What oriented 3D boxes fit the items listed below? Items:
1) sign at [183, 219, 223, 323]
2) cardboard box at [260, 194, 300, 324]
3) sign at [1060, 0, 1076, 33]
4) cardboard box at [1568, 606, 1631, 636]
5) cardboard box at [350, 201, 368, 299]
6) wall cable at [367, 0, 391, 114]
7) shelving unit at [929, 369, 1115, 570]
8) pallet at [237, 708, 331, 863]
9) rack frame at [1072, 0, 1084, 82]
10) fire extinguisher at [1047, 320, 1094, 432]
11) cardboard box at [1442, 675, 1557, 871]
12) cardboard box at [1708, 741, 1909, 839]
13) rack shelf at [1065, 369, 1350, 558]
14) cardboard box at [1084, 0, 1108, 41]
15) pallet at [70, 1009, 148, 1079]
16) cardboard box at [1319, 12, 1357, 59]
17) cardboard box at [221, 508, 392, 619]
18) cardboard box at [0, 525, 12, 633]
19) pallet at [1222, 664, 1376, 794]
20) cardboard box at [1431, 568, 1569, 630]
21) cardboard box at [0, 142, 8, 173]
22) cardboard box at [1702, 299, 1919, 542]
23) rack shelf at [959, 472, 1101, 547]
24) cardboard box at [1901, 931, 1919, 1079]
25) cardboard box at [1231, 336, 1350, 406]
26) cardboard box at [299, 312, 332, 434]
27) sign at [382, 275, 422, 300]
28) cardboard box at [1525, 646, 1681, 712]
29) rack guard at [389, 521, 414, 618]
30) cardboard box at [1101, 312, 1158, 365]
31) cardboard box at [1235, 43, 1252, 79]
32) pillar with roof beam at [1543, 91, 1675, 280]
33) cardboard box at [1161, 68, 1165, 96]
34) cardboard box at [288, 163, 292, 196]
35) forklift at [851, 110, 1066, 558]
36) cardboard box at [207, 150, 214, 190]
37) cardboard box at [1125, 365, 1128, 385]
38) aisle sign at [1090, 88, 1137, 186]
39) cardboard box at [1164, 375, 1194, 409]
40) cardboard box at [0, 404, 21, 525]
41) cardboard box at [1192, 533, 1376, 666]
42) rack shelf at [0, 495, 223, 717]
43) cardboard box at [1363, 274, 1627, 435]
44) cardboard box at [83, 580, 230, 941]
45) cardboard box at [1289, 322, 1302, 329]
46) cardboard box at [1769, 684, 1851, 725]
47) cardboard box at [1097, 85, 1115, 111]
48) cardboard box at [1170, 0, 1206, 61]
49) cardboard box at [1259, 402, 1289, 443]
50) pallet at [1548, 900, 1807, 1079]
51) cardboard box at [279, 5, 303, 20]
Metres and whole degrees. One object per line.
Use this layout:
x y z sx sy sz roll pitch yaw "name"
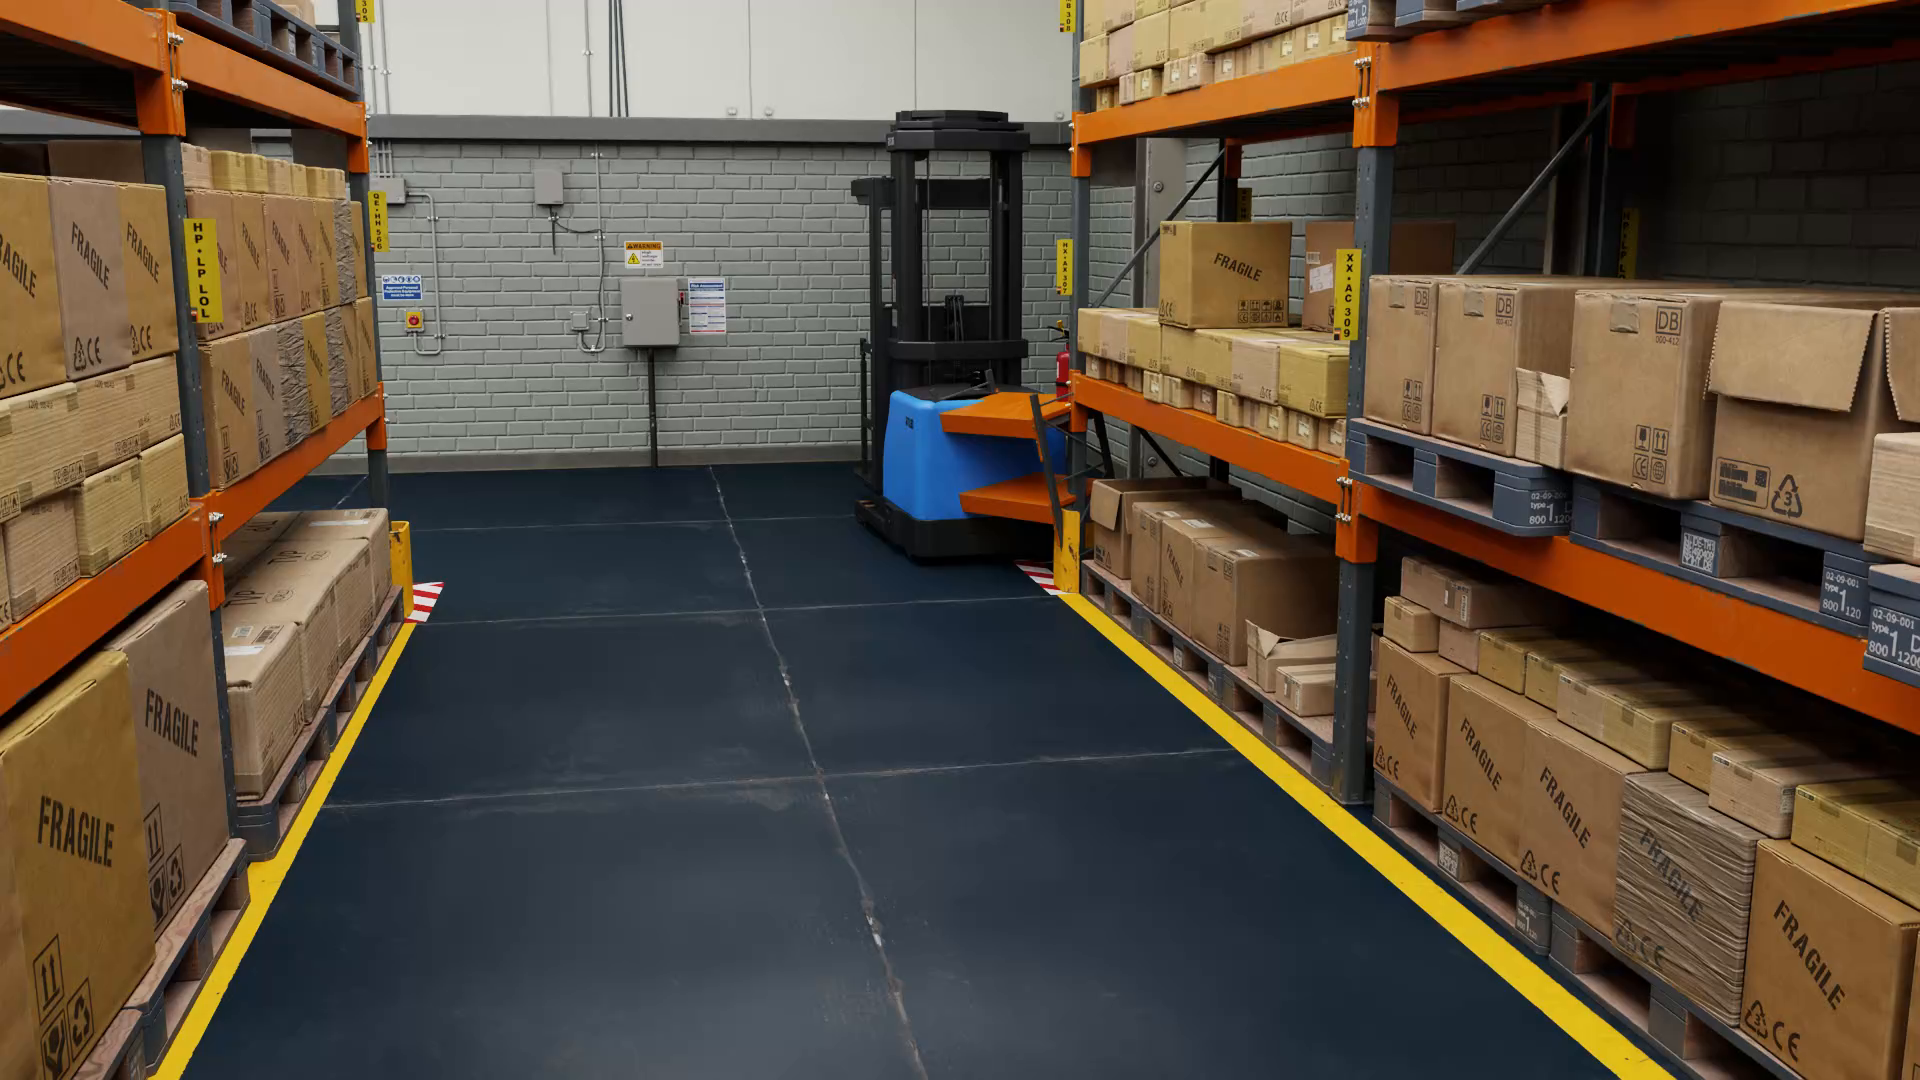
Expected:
-2.402 -0.853 5.271 0.100 0.325 0.005 -2 11 -11 "sign"
-2.968 -1.125 6.645 0.500 0.500 0.500 -2 11 -10 "cardboard box"
0.626 -3.100 9.599 0.100 0.325 0.005 -2 11 -11 "sign"
2.347 0.325 5.792 0.380 0.149 0.250 -2 11 -11 "cardboard box"
-3.383 -1.496 8.591 0.500 0.500 0.500 -2 11 -9 "cardboard box"
-5.093 -5.015 13.980 0.463 3.000 0.029 -2 11 -11 "wall cable"
0.425 -0.452 10.456 0.538 1.125 1.048 -23 19 -32 "shelving unit"
-3.003 0.926 6.267 1.003 0.211 1.213 -2 11 -11 "pallet"
1.158 -4.164 9.504 1.000 3.000 0.127 -2 11 -11 "rack frame"
0.676 -1.005 10.161 0.296 0.674 0.183 -2 11 -11 "fire extinguisher"
1.923 0.733 5.385 0.500 0.500 0.500 -2 11 -12 "cardboard box"
2.139 0.628 4.201 0.380 0.149 0.250 -3 11 -14 "cardboard box"
1.547 -0.496 8.205 1.077 0.370 4.000 -2 11 -11 "rack shelf"
0.998 -2.917 9.248 0.500 0.250 0.500 -2 11 -12 "cardboard box"
-2.467 1.431 3.612 1.003 0.211 1.213 -2 11 -11 "pallet"
1.576 -1.888 6.244 0.380 0.149 0.250 -2 11 -11 "cardboard box"
-3.484 0.135 8.697 0.875 0.438 0.875 -3 11 -13 "cardboard box"
-2.315 0.126 3.411 0.500 0.250 0.500 -2 11 -11 "cardboard box"
1.803 0.761 7.133 1.003 0.211 1.213 -2 11 -11 "pallet"
1.842 0.195 5.679 0.380 0.149 0.250 -3 11 -14 "cardboard box"
-3.304 -1.205 5.331 0.380 0.149 0.250 -2 11 -12 "cardboard box"
2.215 -0.299 3.845 0.797 0.503 0.637 -2 11 -12 "cardboard box"
0.476 -0.222 10.522 0.538 0.278 1.000 -23 19 -32 "rack shelf"
2.334 1.111 3.401 0.500 0.500 0.500 -2 11 -12 "cardboard box"
1.486 -0.731 7.121 0.500 0.250 0.500 -2 11 -11 "cardboard box"
-3.051 -0.725 7.214 0.500 0.500 0.500 -2 11 -9 "cardboard box"
-4.889 -2.211 14.567 0.327 0.218 0.001 -2 11 -11 "sign"
2.002 0.440 5.189 0.380 0.149 0.250 -2 11 -12 "cardboard box"
-3.715 0.188 9.370 1.175 0.500 0.348 -2 11 -11 "rack guard"
1.080 -1.103 9.077 0.500 0.250 0.500 -2 11 -10 "cardboard box"
1.422 -2.078 7.241 0.380 0.149 0.250 -2 11 -9 "cardboard box"
-1.538 -3.434 5.670 9.100 9.000 0.400 -2 11 -11 "pillar with roof beam"
1.216 -2.264 8.221 0.380 0.149 0.250 -2 11 -12 "cardboard box"
-3.109 -1.555 7.166 0.380 0.149 0.250 -2 11 -9 "cardboard box"
-0.161 -1.553 12.019 1.130 2.935 3.031 -3 11 -15 "forklift"
-2.896 -1.320 5.931 0.380 0.149 0.250 -2 11 -12 "cardboard box"
1.133 -0.931 9.237 0.380 0.149 0.250 -2 11 -12 "cardboard box"
0.857 -2.495 9.832 0.394 0.787 0.004 -2 11 -11 "aisle sign"
1.226 -0.737 8.219 0.380 0.149 0.250 -2 11 -10 "cardboard box"
-2.280 -0.122 3.379 0.500 0.250 0.500 -2 11 -10 "cardboard box"
1.514 0.269 7.821 0.700 0.500 0.500 -3 11 -13 "cardboard box"
-2.543 0.419 3.399 1.077 0.370 4.000 -2 11 -11 "rack shelf"
1.811 -0.641 5.653 0.700 0.500 0.500 -2 11 -10 "cardboard box"
-2.733 0.647 4.836 0.875 0.875 0.875 -2 11 -9 "cardboard box"
1.800 -0.933 8.180 0.500 0.250 0.500 -2 11 -11 "cardboard box"
2.584 0.513 4.806 0.380 0.149 0.250 -2 11 -10 "cardboard box"
0.992 -2.500 9.457 0.380 0.149 0.250 -2 11 -10 "cardboard box"
1.306 -2.390 7.816 0.500 0.250 0.500 -2 11 -12 "cardboard box"
1.480 -0.502 6.986 0.380 0.149 0.250 -2 11 -10 "cardboard box"
2.372 1.259 4.517 1.003 0.211 1.213 -2 11 -11 "pallet"
-3.374 -2.488 8.002 0.380 0.149 0.250 -3 11 -15 "cardboard box"
